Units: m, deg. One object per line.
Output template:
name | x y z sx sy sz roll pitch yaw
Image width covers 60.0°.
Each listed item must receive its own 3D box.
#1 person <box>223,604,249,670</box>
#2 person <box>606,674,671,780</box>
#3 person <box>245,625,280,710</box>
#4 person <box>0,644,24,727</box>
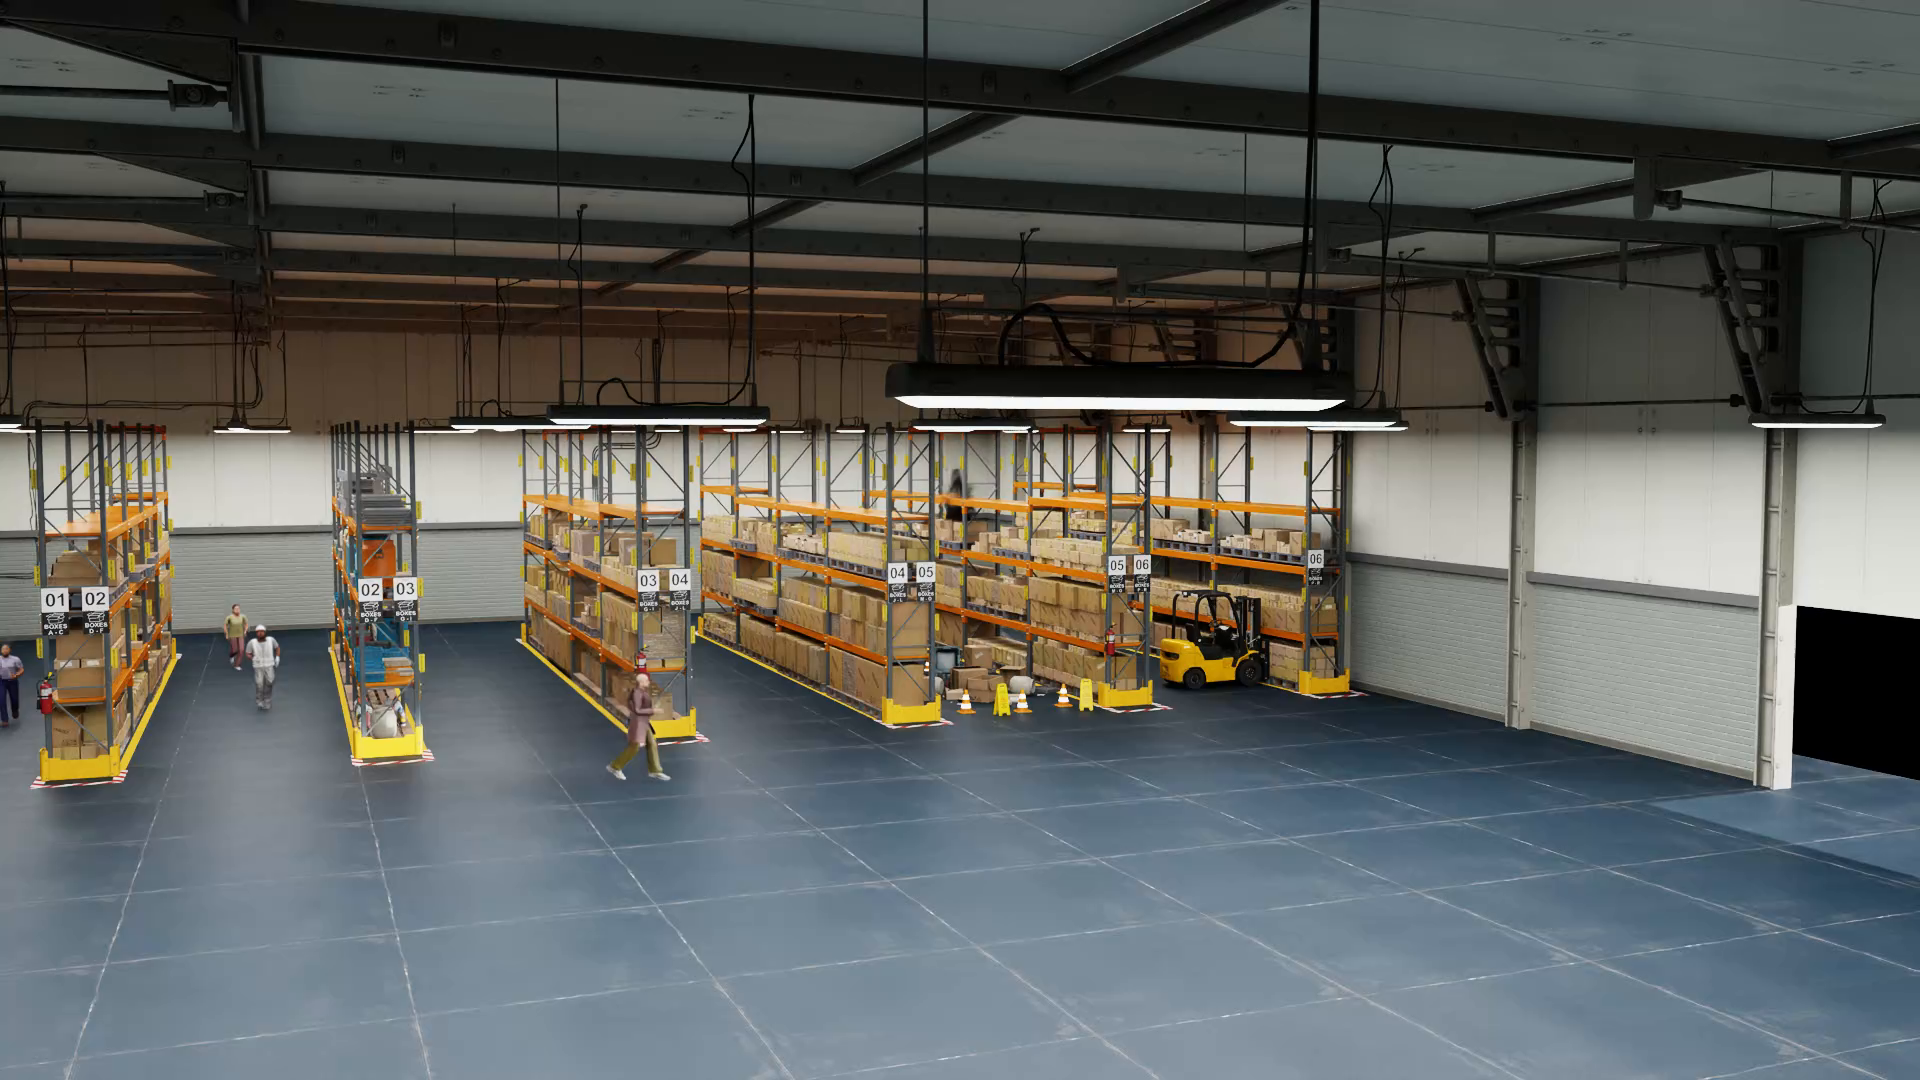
person | -17.765 2.373 40.828 0.570 1.620 0.584 -2 4 -34
person | -5.321 3.100 27.479 1.040 1.790 0.673 0 4 1
person | -14.582 2.669 34.800 0.682 1.776 0.666 -2 4 -25
person | -18.888 2.869 32.936 0.615 1.591 0.685 -2 4 -26
